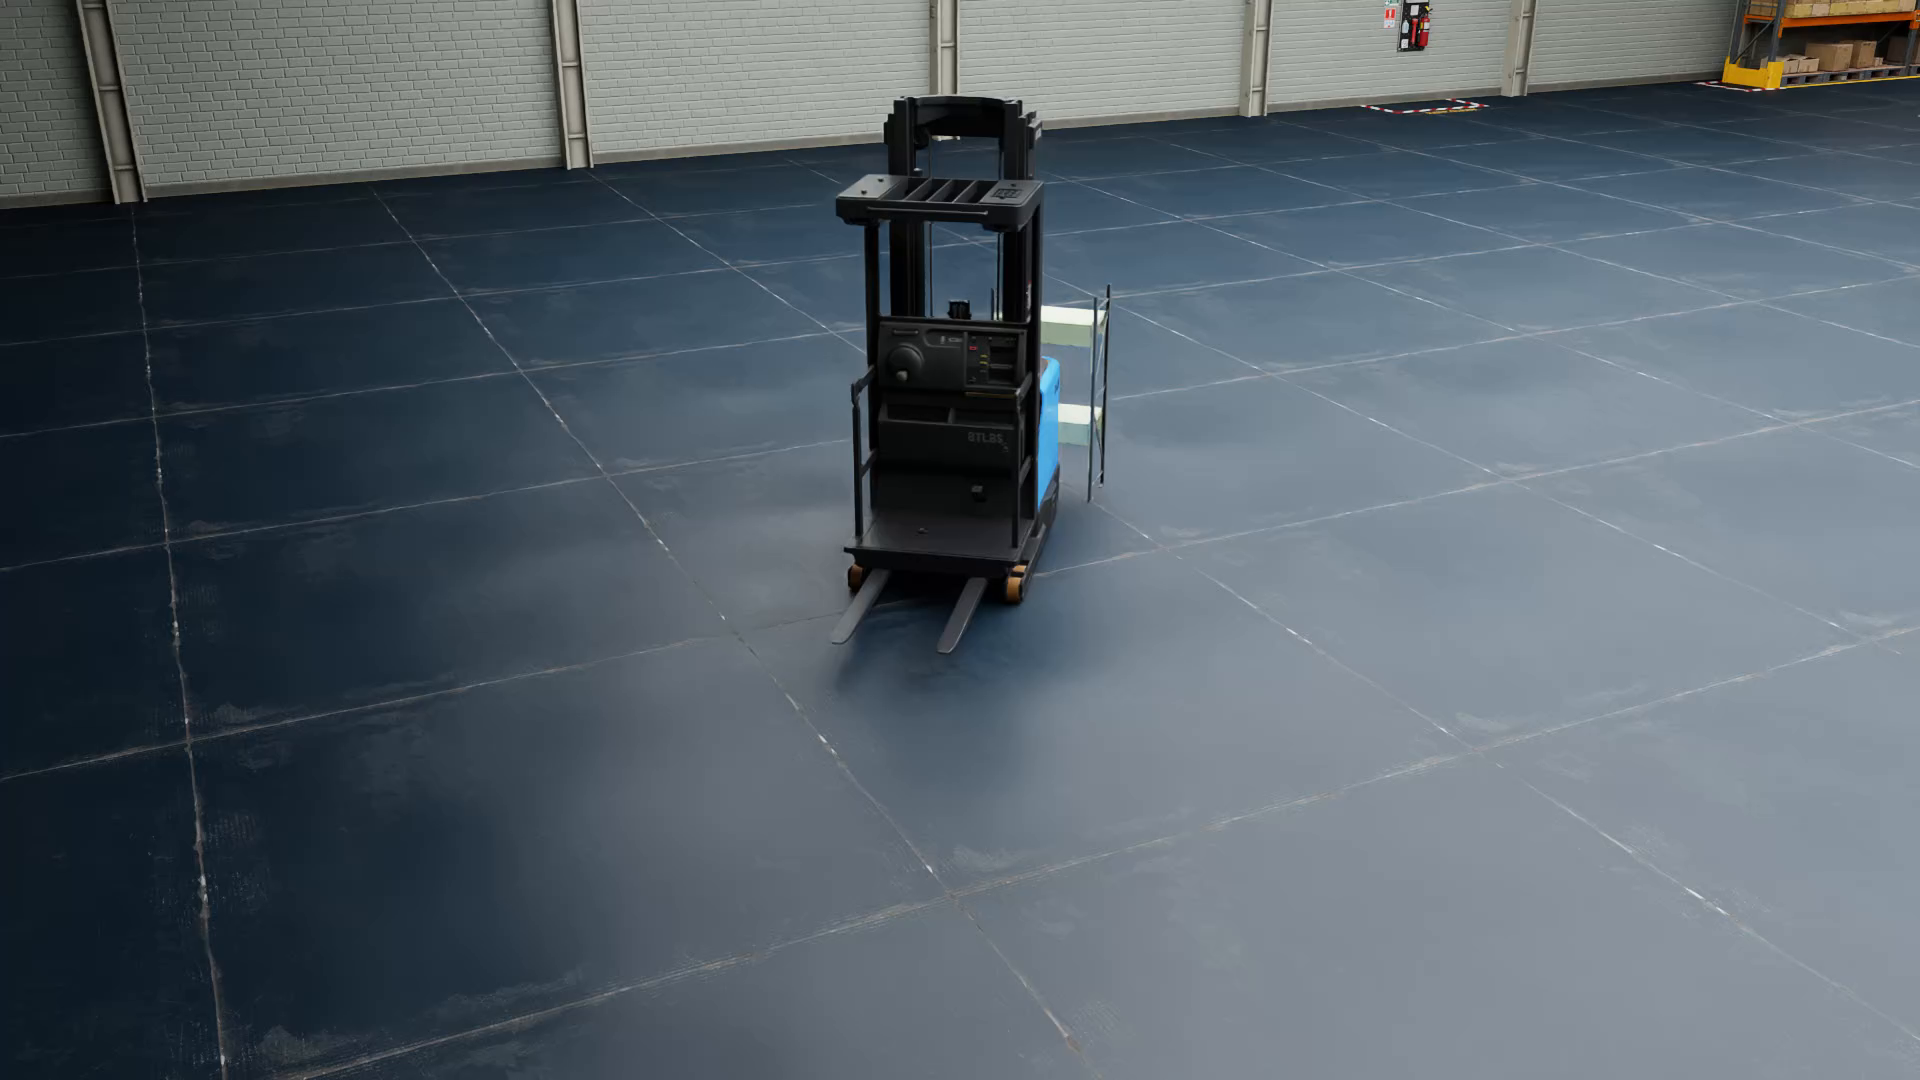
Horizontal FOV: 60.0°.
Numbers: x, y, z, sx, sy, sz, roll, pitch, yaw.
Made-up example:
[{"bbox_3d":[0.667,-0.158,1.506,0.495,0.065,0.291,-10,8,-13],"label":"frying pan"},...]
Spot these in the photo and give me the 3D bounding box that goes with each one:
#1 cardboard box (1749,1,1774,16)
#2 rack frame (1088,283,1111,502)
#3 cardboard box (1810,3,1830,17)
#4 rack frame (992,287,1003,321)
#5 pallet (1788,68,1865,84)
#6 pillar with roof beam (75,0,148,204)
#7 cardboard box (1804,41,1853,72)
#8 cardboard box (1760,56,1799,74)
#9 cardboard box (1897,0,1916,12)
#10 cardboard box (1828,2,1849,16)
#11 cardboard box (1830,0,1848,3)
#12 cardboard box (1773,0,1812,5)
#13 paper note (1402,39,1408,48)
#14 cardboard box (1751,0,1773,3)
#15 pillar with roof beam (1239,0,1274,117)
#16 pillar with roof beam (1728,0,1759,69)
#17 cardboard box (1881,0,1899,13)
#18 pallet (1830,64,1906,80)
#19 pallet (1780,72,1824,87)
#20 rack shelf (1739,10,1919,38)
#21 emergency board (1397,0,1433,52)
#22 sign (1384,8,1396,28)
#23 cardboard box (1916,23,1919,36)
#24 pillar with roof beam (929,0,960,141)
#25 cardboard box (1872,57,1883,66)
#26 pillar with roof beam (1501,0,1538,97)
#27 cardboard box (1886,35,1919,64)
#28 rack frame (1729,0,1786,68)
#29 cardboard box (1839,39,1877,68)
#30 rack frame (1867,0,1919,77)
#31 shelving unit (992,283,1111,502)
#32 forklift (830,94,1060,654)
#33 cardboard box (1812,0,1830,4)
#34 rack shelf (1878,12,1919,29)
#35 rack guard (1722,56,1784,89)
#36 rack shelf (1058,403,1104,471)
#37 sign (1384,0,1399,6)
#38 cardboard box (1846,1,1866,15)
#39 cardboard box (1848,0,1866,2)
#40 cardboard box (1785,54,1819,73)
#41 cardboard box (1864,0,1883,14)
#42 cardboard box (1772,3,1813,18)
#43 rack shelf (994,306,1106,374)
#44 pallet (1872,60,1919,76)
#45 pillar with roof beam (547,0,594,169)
[{"bbox_3d":[16.060,-10.554,32.996,0.500,0.250,0.500,-10,25,-23],"label":"cardboard box"},{"bbox_3d":[0.988,-1.036,11.791,0.023,1.500,0.400,7,24,17],"label":"rack frame"},{"bbox_3d":[16.762,-10.473,32.798,0.500,0.250,0.500,-11,25,-25],"label":"cardboard box"},{"bbox_3d":[0.294,-1.125,12.007,0.023,1.500,0.400,7,24,17],"label":"rack frame"},{"bbox_3d":[17.637,-9.518,33.967,1.213,0.211,1.003,-10,25,-24],"label":"pallet"},{"bbox_3d":[-9.186,-7.196,16.869,0.400,9.000,9.100,-10,25,-24],"label":"pillar with roof beam"},{"bbox_3d":[17.582,-9.801,33.699,0.500,0.500,0.700,-12,25,-27],"label":"cardboard box"},{"bbox_3d":[16.386,-9.515,33.254,0.500,0.311,0.500,-14,26,-30],"label":"cardboard box"},{"bbox_3d":[19.032,-10.891,33.808,0.500,0.250,0.500,-10,25,-23],"label":"cardboard box"},{"bbox_3d":[17.224,-10.555,32.997,0.500,0.250,0.500,-11,25,-24],"label":"cardboard box"},{"bbox_3d":[17.202,-10.894,32.836,0.500,0.500,0.500,-11,25,-25],"label":"cardboard box"},{"bbox_3d":[16.284,-10.732,32.445,0.500,0.500,0.500,-10,25,-24],"label":"cardboard box"},{"bbox_3d":[8.140,-9.080,30.415,0.142,0.148,0.016,-10,25,-24],"label":"paper note"},{"bbox_3d":[16.056,-10.908,32.869,0.500,0.500,0.500,-11,25,-24],"label":"cardboard box"},{"bbox_3d":[7.033,-10.182,24.082,0.400,9.000,9.100,-10,25,-24],"label":"pillar with roof beam"},{"bbox_3d":[17.846,-12.173,28.891,0.400,9.000,9.100,-10,25,-24],"label":"pillar with roof beam"},{"bbox_3d":[18.580,-10.811,33.615,0.500,0.250,0.500,-10,25,-23],"label":"cardboard box"},{"bbox_3d":[18.738,-9.722,34.460,1.213,0.211,1.003,-10,25,-24],"label":"pallet"},{"bbox_3d":[16.539,-9.317,33.482,1.213,0.211,1.003,-10,25,-24],"label":"pallet"},{"bbox_3d":[17.525,-10.470,33.561,4.000,0.370,1.077,-10,25,-24],"label":"rack shelf"},{"bbox_3d":[8.329,-9.492,30.260,0.643,1.169,0.194,-10,25,-24],"label":"emergency board"},{"bbox_3d":[7.786,-9.453,30.117,0.234,0.329,0.001,-10,25,-24],"label":"sign"},{"bbox_3d":[20.379,-10.731,34.964,0.500,0.250,0.500,-11,25,-25],"label":"cardboard box"},{"bbox_3d":[1.627,-9.187,21.678,0.400,9.000,9.100,-10,25,-24],"label":"pillar with roof beam"},{"bbox_3d":[18.858,-9.929,34.443,0.250,0.166,0.380,-14,26,-30],"label":"cardboard box"},{"bbox_3d":[12.440,-11.177,26.487,0.400,9.000,9.100,-10,25,-24],"label":"pillar with roof beam"},{"bbox_3d":[19.984,-10.310,34.928,0.500,0.500,0.700,-10,24,-22],"label":"cardboard box"},{"bbox_3d":[15.723,-10.470,32.622,0.127,3.000,1.000,-10,25,-24],"label":"rack frame"},{"bbox_3d":[18.410,-9.996,34.170,0.500,0.500,0.500,-12,26,-28],"label":"cardboard box"},{"bbox_3d":[19.327,-11.134,34.225,0.127,3.000,1.000,-10,25,-24],"label":"rack frame"},{"bbox_3d":[0.641,-1.080,11.899,0.755,1.500,0.431,7,24,17],"label":"shelving unit"},{"bbox_3d":[-0.092,-1.116,10.115,1.130,2.935,3.031,4,23,11],"label":"forklift"},{"bbox_3d":[16.733,-10.811,32.634,0.500,0.500,0.500,-10,25,-23],"label":"cardboard box"},{"bbox_3d":[21.130,-11.133,35.164,4.000,0.370,1.077,-10,25,-24],"label":"rack shelf"},{"bbox_3d":[15.792,-9.328,33.131,0.348,0.500,1.175,-10,25,-24],"label":"rack guard"},{"bbox_3d":[0.641,-0.779,12.023,0.720,0.370,0.431,7,24,17],"label":"rack shelf"},{"bbox_3d":[7.794,-9.695,30.010,0.331,0.109,0.001,-10,25,-24],"label":"sign"},{"bbox_3d":[17.680,-10.638,33.198,0.500,0.250,0.500,-10,25,-23],"label":"cardboard box"},{"bbox_3d":[17.662,-10.984,33.053,0.500,0.500,0.500,-10,24,-22],"label":"cardboard box"},{"bbox_3d":[16.899,-9.609,33.483,0.500,0.311,0.500,-8,24,-19],"label":"cardboard box"},{"bbox_3d":[18.133,-10.722,33.400,0.500,0.250,0.500,-11,25,-24],"label":"cardboard box"},{"bbox_3d":[16.301,-10.382,32.578,0.500,0.250,0.500,-11,25,-25],"label":"cardboard box"},{"bbox_3d":[0.641,-1.441,11.750,0.720,0.370,0.431,7,24,17],"label":"rack shelf"},{"bbox_3d":[20.028,-9.975,35.071,1.213,0.211,1.003,-10,25,-24],"label":"pallet"},{"bbox_3d":[-3.779,-8.192,19.274,0.400,9.000,9.100,-10,25,-24],"label":"pillar with roof beam"}]
